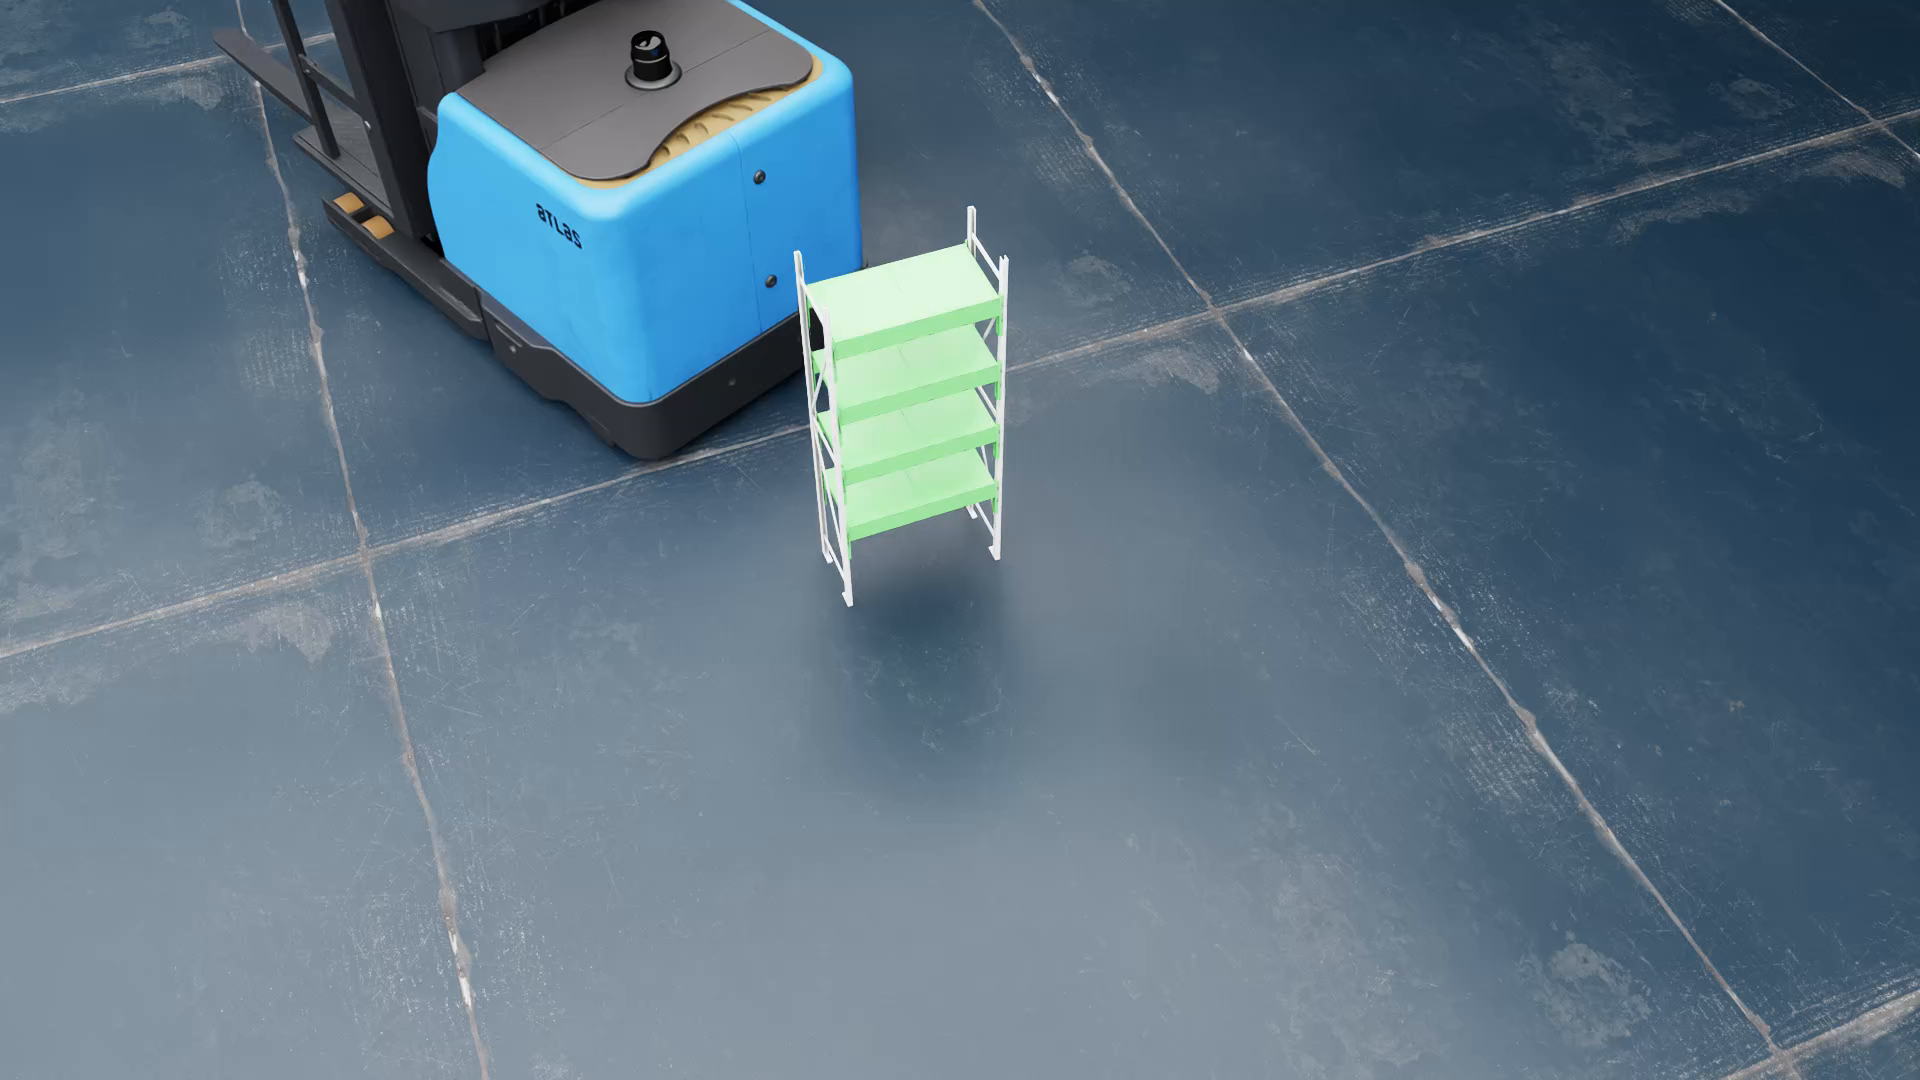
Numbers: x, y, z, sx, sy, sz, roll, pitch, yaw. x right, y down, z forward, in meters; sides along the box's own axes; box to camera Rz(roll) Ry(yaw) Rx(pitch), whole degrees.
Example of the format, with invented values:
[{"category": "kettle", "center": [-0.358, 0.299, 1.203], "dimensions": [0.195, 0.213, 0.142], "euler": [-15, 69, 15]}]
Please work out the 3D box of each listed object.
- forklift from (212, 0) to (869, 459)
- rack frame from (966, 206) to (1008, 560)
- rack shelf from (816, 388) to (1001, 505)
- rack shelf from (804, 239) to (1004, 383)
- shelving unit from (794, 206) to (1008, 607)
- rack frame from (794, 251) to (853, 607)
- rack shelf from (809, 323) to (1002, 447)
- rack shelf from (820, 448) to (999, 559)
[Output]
[{"category": "forklift", "center": [-1.713, -2.227, 5.231], "dimensions": [3.031, 2.935, 1.130], "euler": [37, 59, 27]}, {"category": "rack frame", "center": [0.073, -0.413, 4.814], "dimensions": [0.015, 1.200, 0.240], "euler": [-17, 52, -14]}, {"category": "rack shelf", "center": [-0.153, -0.302, 4.803], "dimensions": [0.480, 0.148, 0.258], "euler": [-17, 52, -14]}, {"category": "rack shelf", "center": [-0.153, -0.615, 4.438], "dimensions": [0.480, 0.148, 0.258], "euler": [-17, 52, -14]}, {"category": "shelving unit", "center": [-0.153, -0.343, 4.754], "dimensions": [0.503, 1.200, 0.258], "euler": [-17, 52, -14]}, {"category": "rack frame", "center": [-0.379, -0.273, 4.694], "dimensions": [0.015, 1.200, 0.240], "euler": [-17, 52, -14]}, {"category": "rack shelf", "center": [-0.153, -0.458, 4.620], "dimensions": [0.480, 0.148, 0.258], "euler": [-17, 52, -14]}, {"category": "rack shelf", "center": [-0.153, -0.145, 4.985], "dimensions": [0.480, 0.148, 0.258], "euler": [-17, 52, -14]}]
